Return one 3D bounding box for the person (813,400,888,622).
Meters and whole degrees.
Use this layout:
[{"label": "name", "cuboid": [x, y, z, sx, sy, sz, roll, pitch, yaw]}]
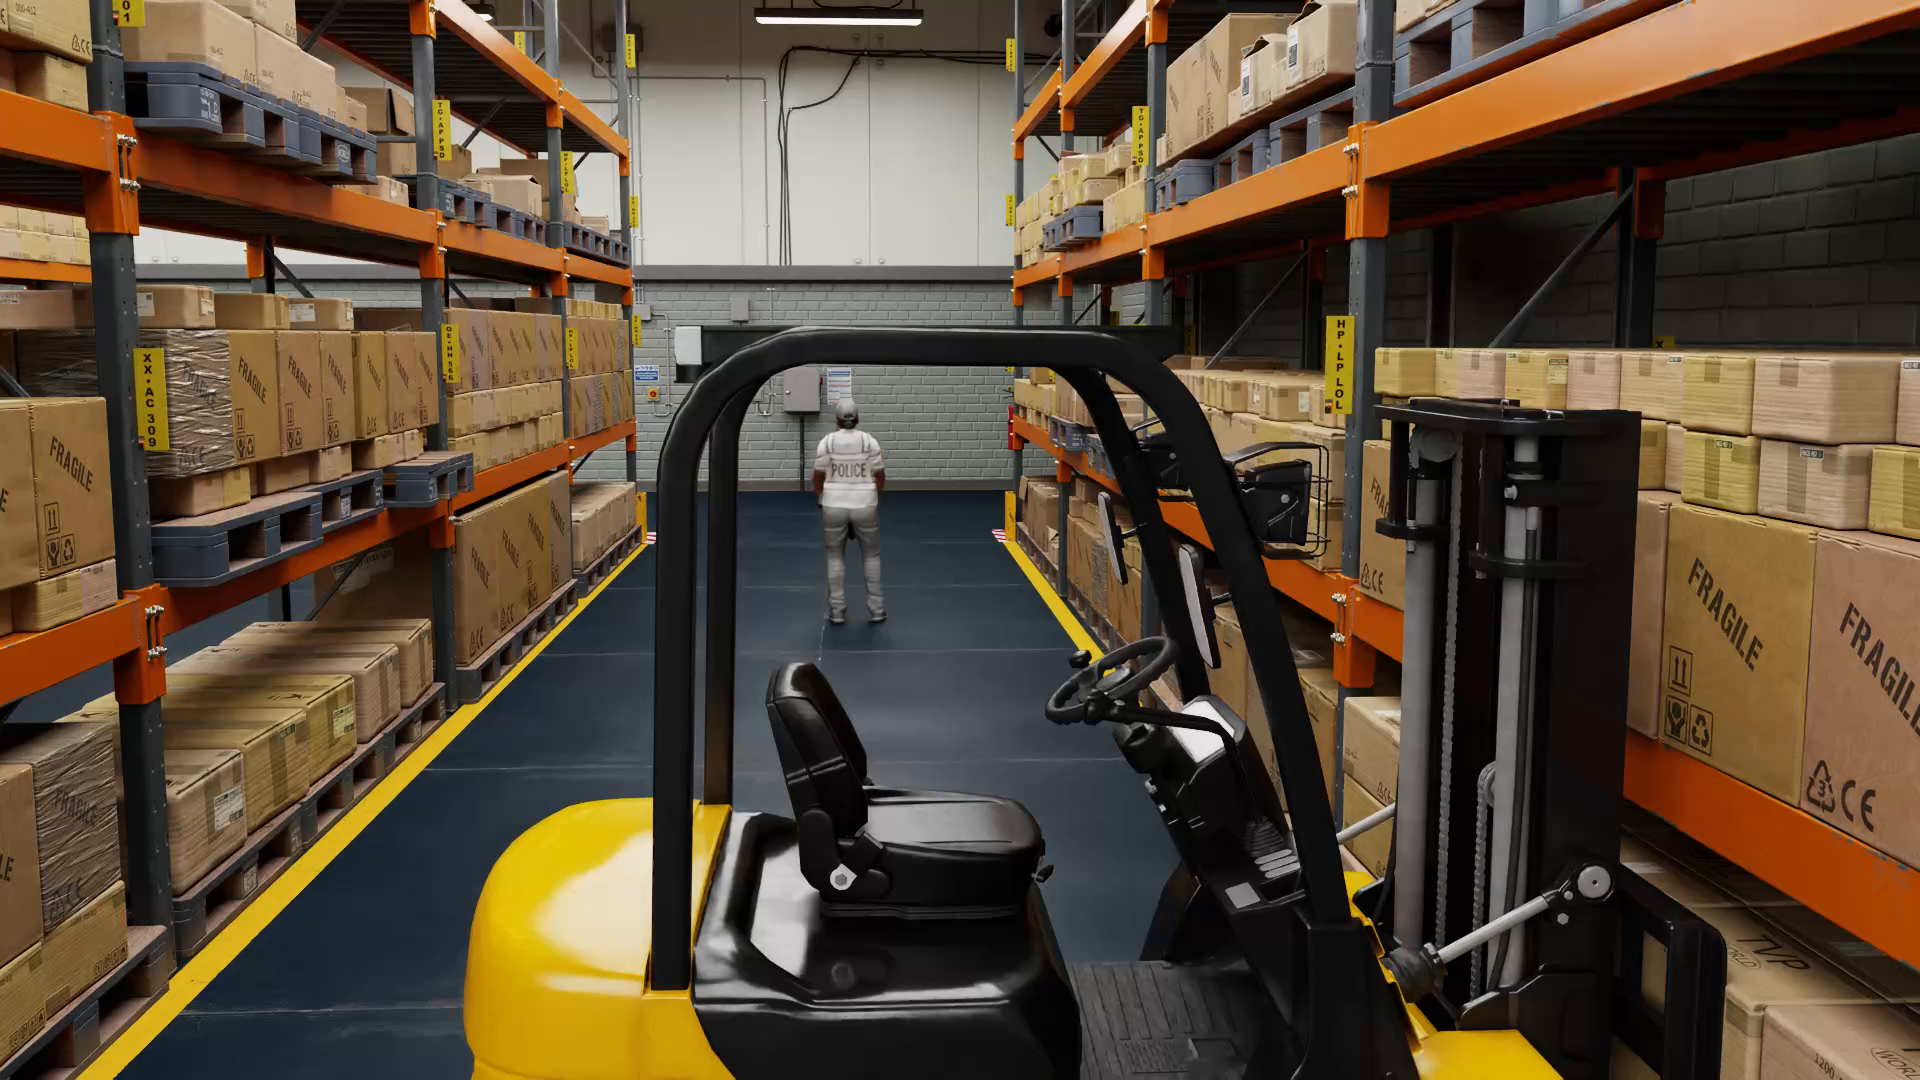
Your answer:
[{"label": "person", "cuboid": [-0.824, -0.219, 12.506, 0.562, 1.667, 0.423, 0, 7, -4]}]
